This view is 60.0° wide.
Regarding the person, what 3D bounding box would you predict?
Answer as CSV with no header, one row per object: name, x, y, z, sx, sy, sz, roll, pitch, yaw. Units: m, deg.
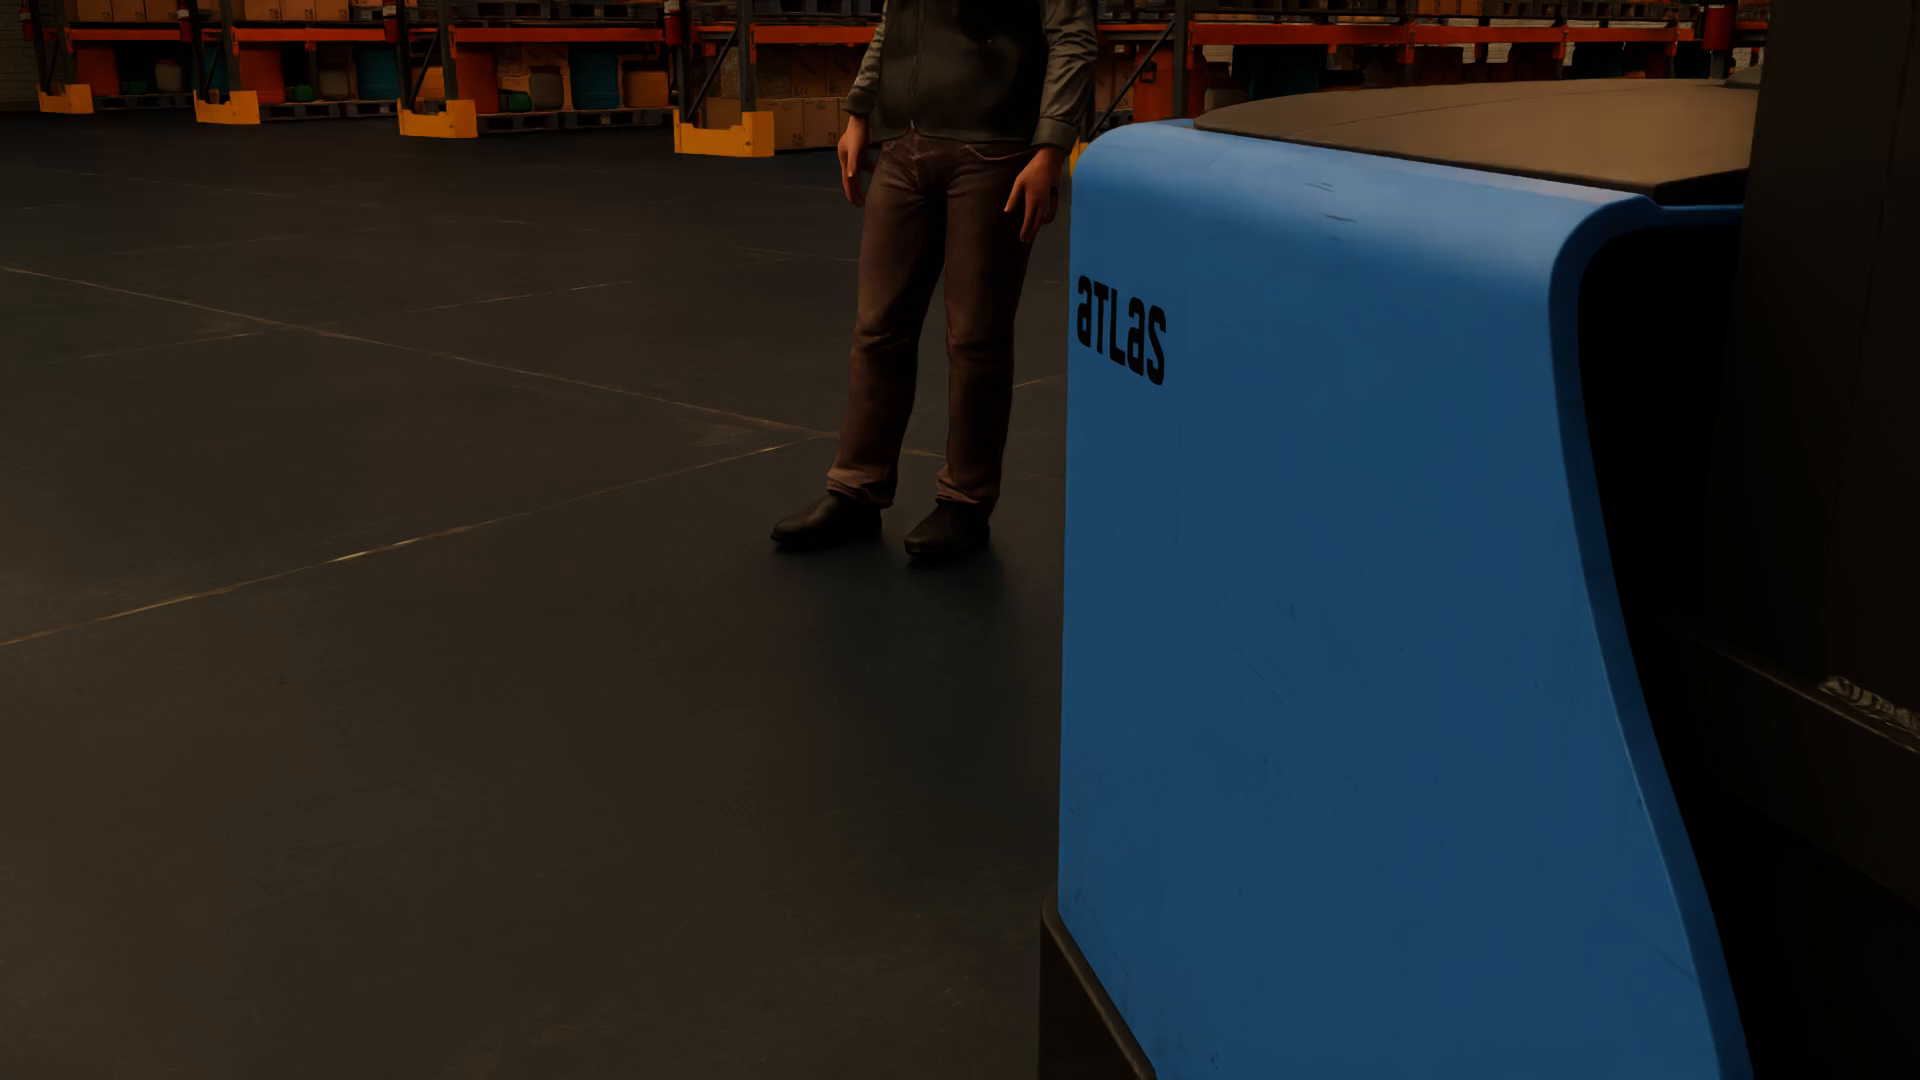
person,-0.051,-0.816,3.643,0.632,1.720,0.552,13,21,37

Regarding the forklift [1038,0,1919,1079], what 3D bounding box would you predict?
forklift,0.944,-0.371,0.119,1.130,2.935,3.031,-4,17,-14
